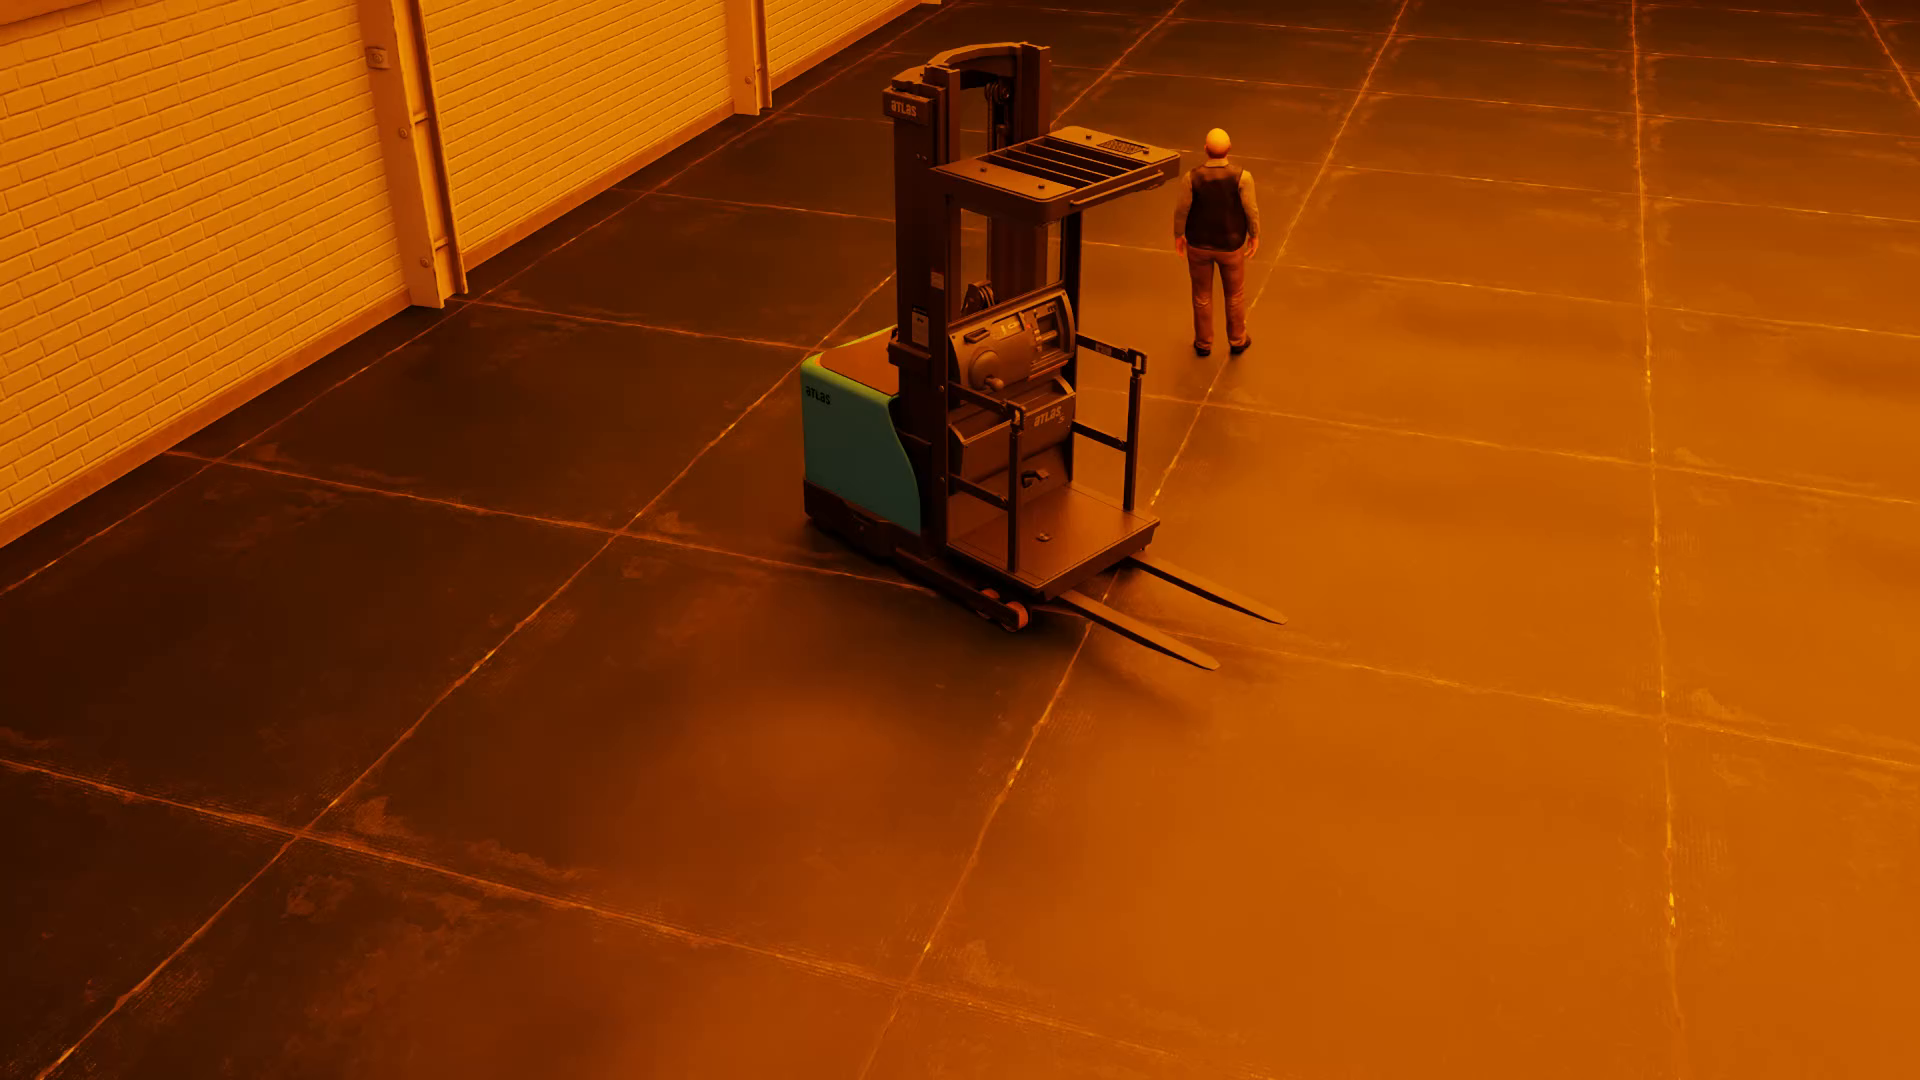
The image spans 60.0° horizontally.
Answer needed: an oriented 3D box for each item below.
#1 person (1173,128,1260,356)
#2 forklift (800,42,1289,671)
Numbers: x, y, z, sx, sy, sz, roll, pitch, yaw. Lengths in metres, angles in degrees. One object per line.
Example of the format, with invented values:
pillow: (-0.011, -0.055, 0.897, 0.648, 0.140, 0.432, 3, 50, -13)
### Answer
person: (1.878, -2.187, 12.179, 0.631, 1.720, 0.568, 6, 30, 11)
forklift: (0.445, -1.057, 8.992, 3.031, 2.935, 1.130, 26, 39, 37)
